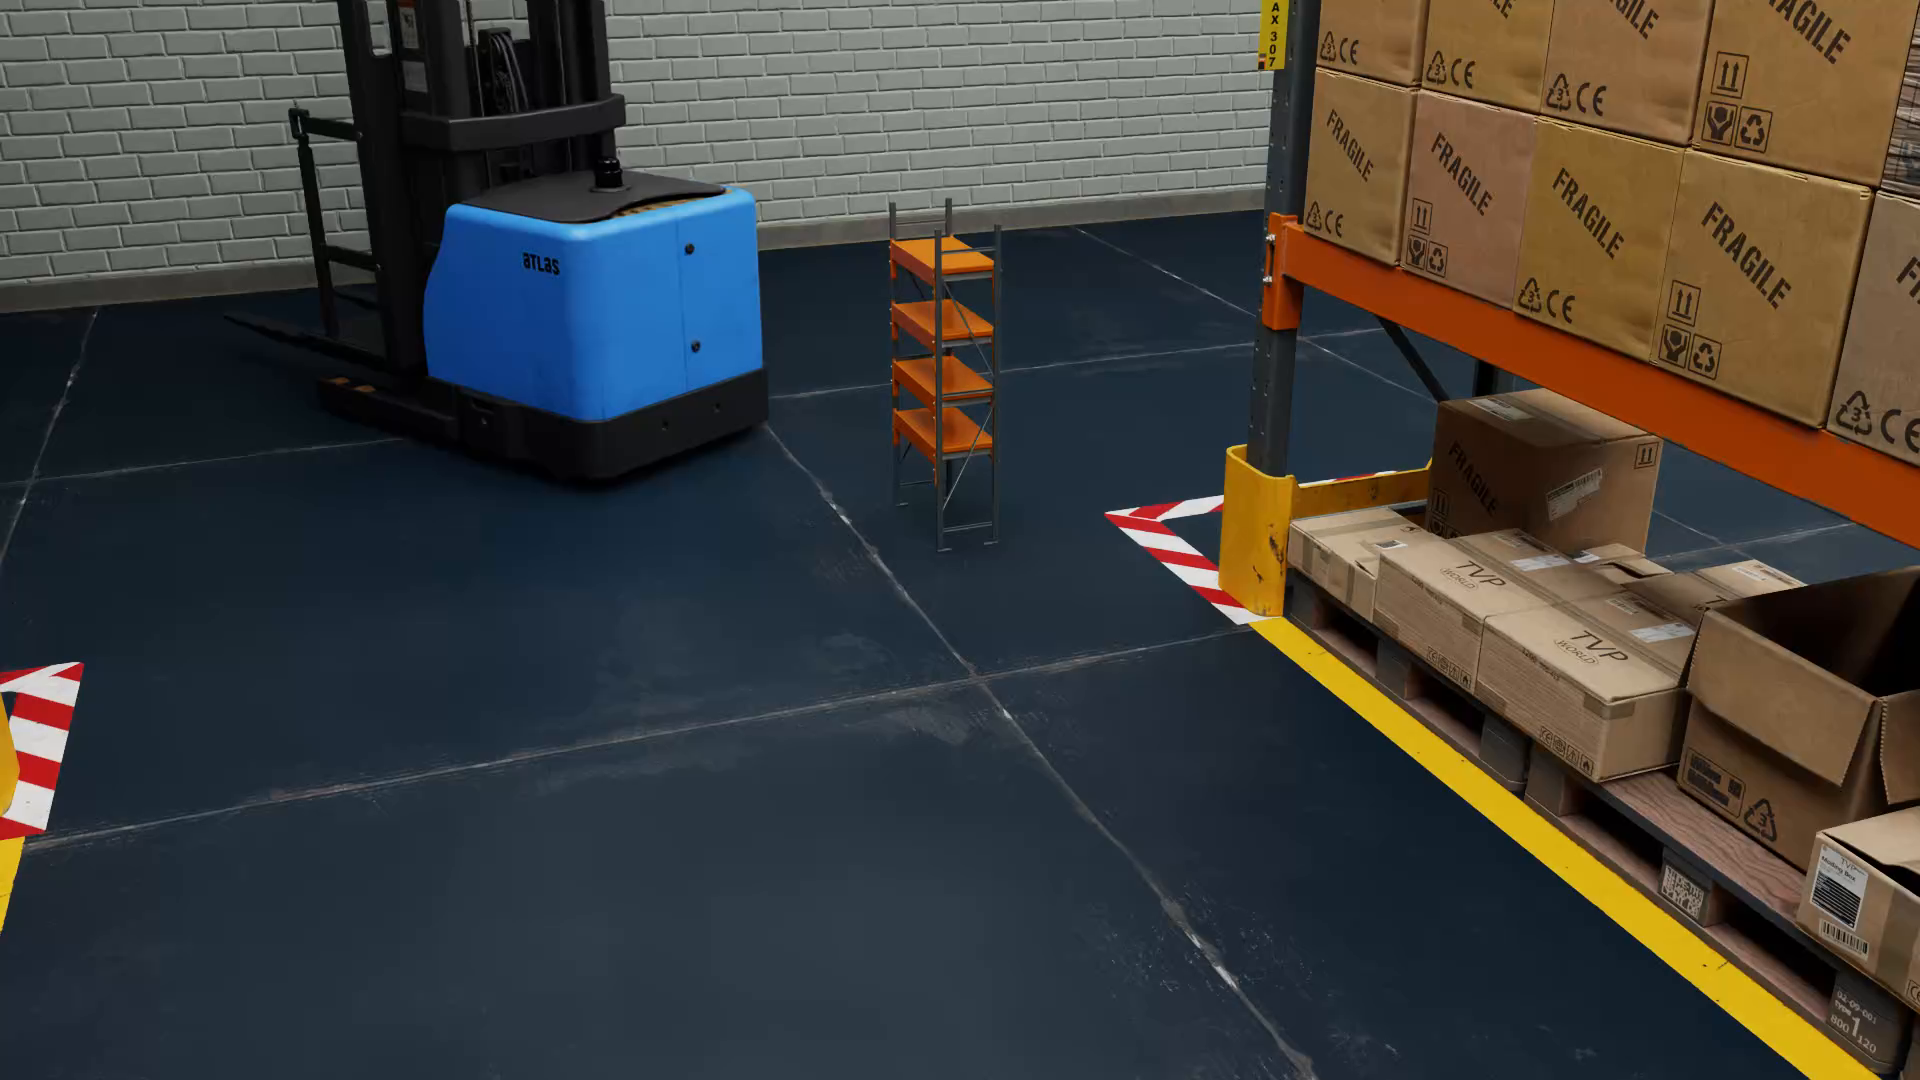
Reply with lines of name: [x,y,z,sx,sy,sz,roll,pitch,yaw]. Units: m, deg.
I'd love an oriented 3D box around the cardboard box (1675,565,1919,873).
cardboard box: [2.217,0.436,4.002,0.797,0.503,0.637,-8,24,-19]

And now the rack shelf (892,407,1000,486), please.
rack shelf: [-0.058,-0.368,6.263,0.258,0.148,0.480,-8,24,-19]

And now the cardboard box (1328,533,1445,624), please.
cardboard box: [1.388,0.110,5.209,0.380,0.166,0.250,-8,24,-19]

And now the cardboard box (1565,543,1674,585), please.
cardboard box: [1.954,0.143,5.131,0.380,0.166,0.250,-8,24,-19]

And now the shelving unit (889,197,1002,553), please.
shelving unit: [-0.058,-0.613,6.160,0.258,1.200,0.503,-8,24,-19]

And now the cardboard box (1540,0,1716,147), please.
cardboard box: [1.747,-1.221,3.870,0.500,0.500,0.500,-8,24,-18]

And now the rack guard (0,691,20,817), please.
rack guard: [-3.169,0.541,4.323,1.175,0.500,0.348,-8,24,-19]

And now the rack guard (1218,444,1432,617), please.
rack guard: [1.500,-0.104,5.853,1.175,0.500,0.348,-8,24,-19]

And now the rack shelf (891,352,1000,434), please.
rack shelf: [-0.058,-0.551,6.186,0.258,0.148,0.480,-8,24,-19]

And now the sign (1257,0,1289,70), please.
sign: [0.965,-1.608,5.088,0.100,0.325,0.005,-8,24,-19]

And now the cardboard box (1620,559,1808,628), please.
cardboard box: [2.203,0.294,4.664,0.500,0.250,0.500,-8,24,-19]

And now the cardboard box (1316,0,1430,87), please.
cardboard box: [1.383,-1.593,4.751,0.500,0.500,0.500,-8,24,-17]

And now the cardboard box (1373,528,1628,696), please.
cardboard box: [1.576,0.199,4.889,0.500,0.250,0.500,-8,24,-19]

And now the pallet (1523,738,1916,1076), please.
pallet: [2.210,0.761,4.172,1.003,0.211,1.213,-8,24,-19]

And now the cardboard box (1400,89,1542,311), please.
cardboard box: [1.570,-0.945,4.502,0.500,0.500,0.500,-9,24,-20]

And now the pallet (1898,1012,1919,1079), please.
pallet: [2.644,1.205,3.118,1.003,0.211,1.213,-8,24,-19]

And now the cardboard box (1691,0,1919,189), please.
cardboard box: [1.927,-1.037,3.432,0.500,0.500,0.500,-9,24,-19]

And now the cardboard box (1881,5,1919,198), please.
cardboard box: [2.104,-0.854,2.998,0.500,0.500,0.500,-8,24,-19]

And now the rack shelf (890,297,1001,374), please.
rack shelf: [-0.059,-0.757,6.099,0.258,0.148,0.480,-8,24,-19]

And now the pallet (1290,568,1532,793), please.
pallet: [1.782,0.319,5.222,1.003,0.211,1.213,-8,24,-19]

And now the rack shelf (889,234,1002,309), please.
rack shelf: [-0.059,-0.975,6.007,0.258,0.148,0.480,-8,24,-19]

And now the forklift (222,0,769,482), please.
forklift: [-2.320,-2.030,7.292,3.031,2.935,1.130,17,28,34]

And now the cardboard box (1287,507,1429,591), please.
cardboard box: [1.299,0.027,5.428,0.380,0.149,0.250,-8,24,-19]

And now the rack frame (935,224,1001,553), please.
rack frame: [0.028,-0.524,5.949,0.240,1.200,0.015,-8,24,-19]

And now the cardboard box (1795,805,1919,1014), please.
cardboard box: [2.154,0.766,3.467,0.500,0.311,0.500,-8,24,-19]

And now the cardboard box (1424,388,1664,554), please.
cardboard box: [1.895,-0.170,5.444,0.500,0.500,0.500,-8,24,-19]

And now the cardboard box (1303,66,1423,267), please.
cardboard box: [1.383,-1.132,4.945,0.500,0.500,0.500,-8,24,-18]

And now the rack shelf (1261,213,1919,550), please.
rack shelf: [2.179,-0.225,3.848,1.077,0.370,4.000,-8,24,-19]

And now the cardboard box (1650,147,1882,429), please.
cardboard box: [1.920,-0.581,3.637,0.500,0.500,0.500,-8,24,-18]

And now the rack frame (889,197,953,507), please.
rack frame: [-0.145,-0.702,6.370,0.240,1.200,0.015,-8,24,-19]

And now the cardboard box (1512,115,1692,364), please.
cardboard box: [1.745,-0.763,4.068,0.500,0.500,0.500,-8,24,-19]

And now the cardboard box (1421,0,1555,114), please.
cardboard box: [1.575,-1.404,4.303,0.500,0.500,0.500,-8,24,-18]

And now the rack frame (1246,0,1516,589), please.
rack frame: [1.473,-1.283,5.433,1.000,3.000,0.127,-8,24,-19]

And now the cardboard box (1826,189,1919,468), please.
cardboard box: [2.102,-0.396,3.199,0.500,0.500,0.500,-8,24,-18]

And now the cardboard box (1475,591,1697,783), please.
cardboard box: [1.753,0.381,4.458,0.500,0.250,0.500,-8,24,-19]
